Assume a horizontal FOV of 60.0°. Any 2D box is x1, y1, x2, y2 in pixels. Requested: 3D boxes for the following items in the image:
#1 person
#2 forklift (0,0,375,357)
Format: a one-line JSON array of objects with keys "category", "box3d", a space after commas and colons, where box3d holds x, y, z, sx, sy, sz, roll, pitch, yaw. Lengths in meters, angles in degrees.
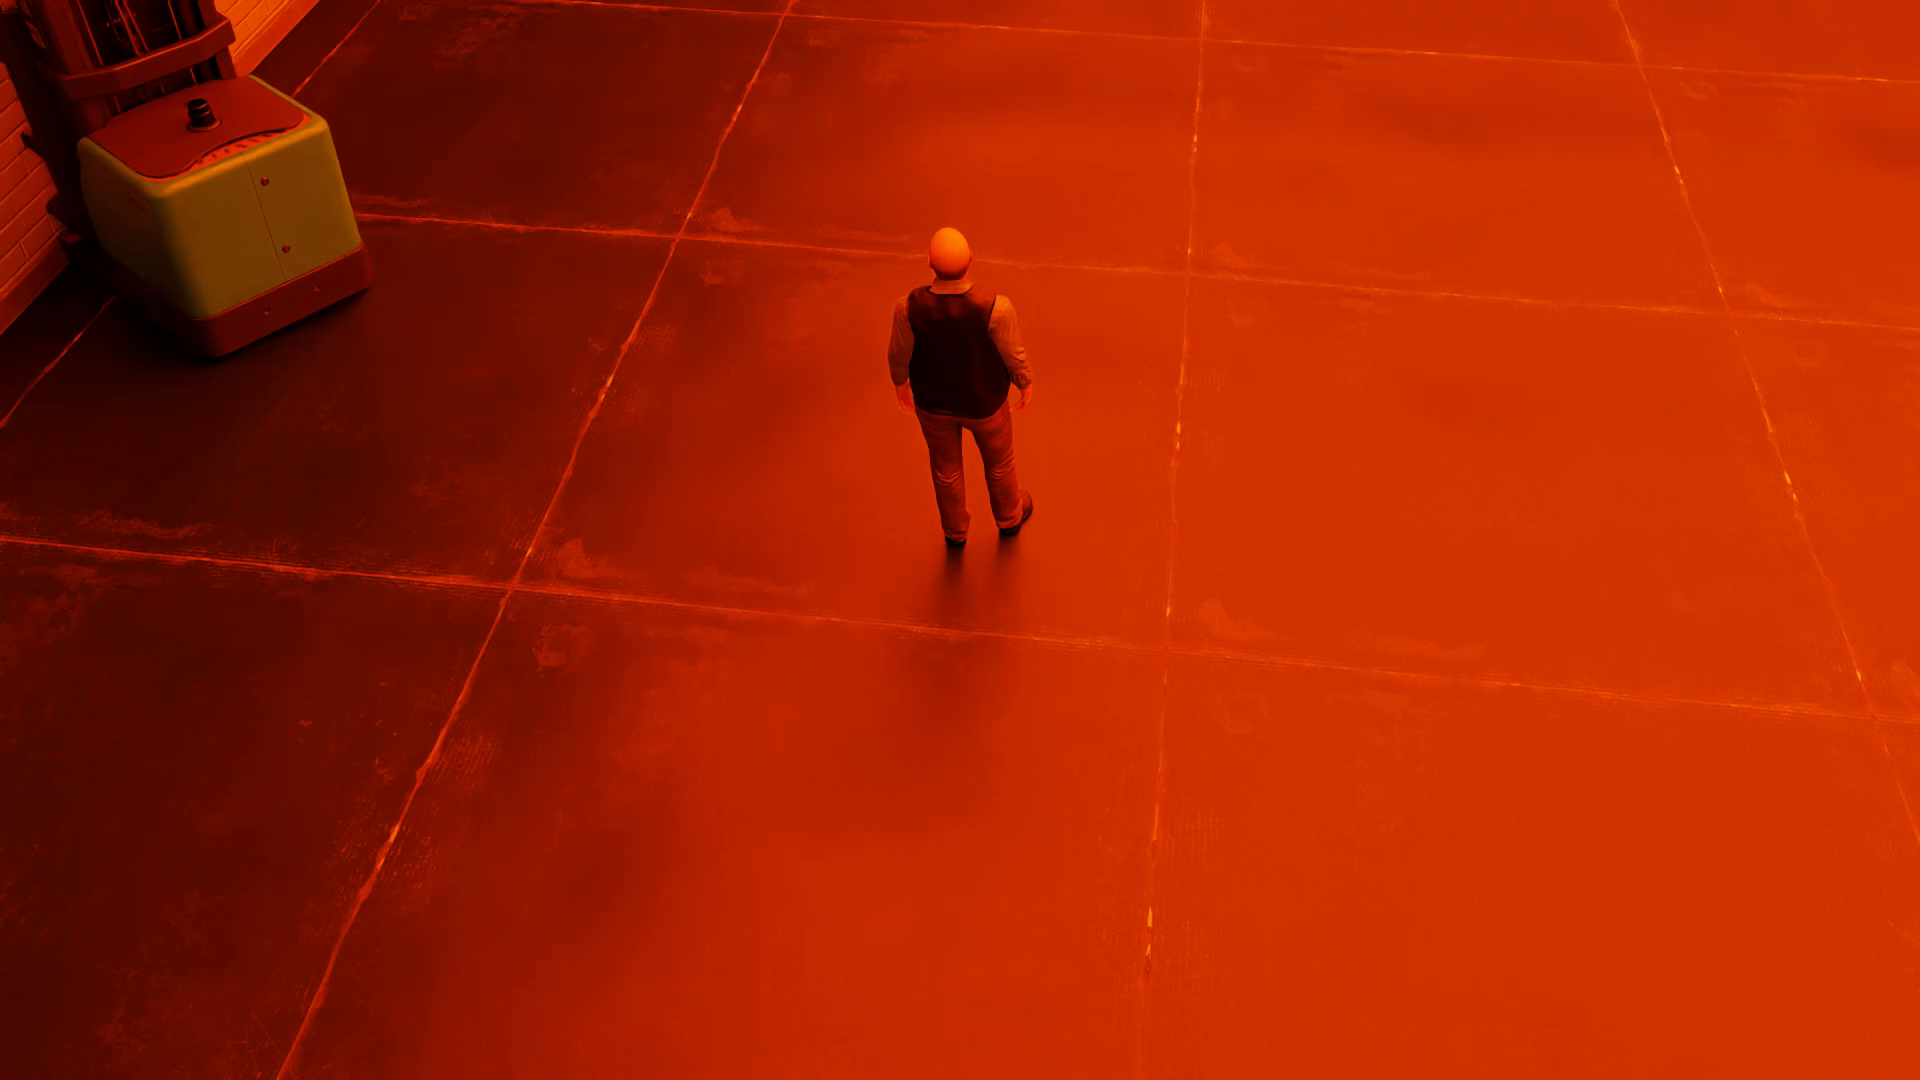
[{"category": "person", "box3d": [0.016, -0.680, 7.348, 0.632, 1.720, 0.568, 5, 43, 6]}, {"category": "forklift", "box3d": [-4.729, -2.923, 8.906, 3.031, 2.935, 1.130, 32, 51, 30]}]
